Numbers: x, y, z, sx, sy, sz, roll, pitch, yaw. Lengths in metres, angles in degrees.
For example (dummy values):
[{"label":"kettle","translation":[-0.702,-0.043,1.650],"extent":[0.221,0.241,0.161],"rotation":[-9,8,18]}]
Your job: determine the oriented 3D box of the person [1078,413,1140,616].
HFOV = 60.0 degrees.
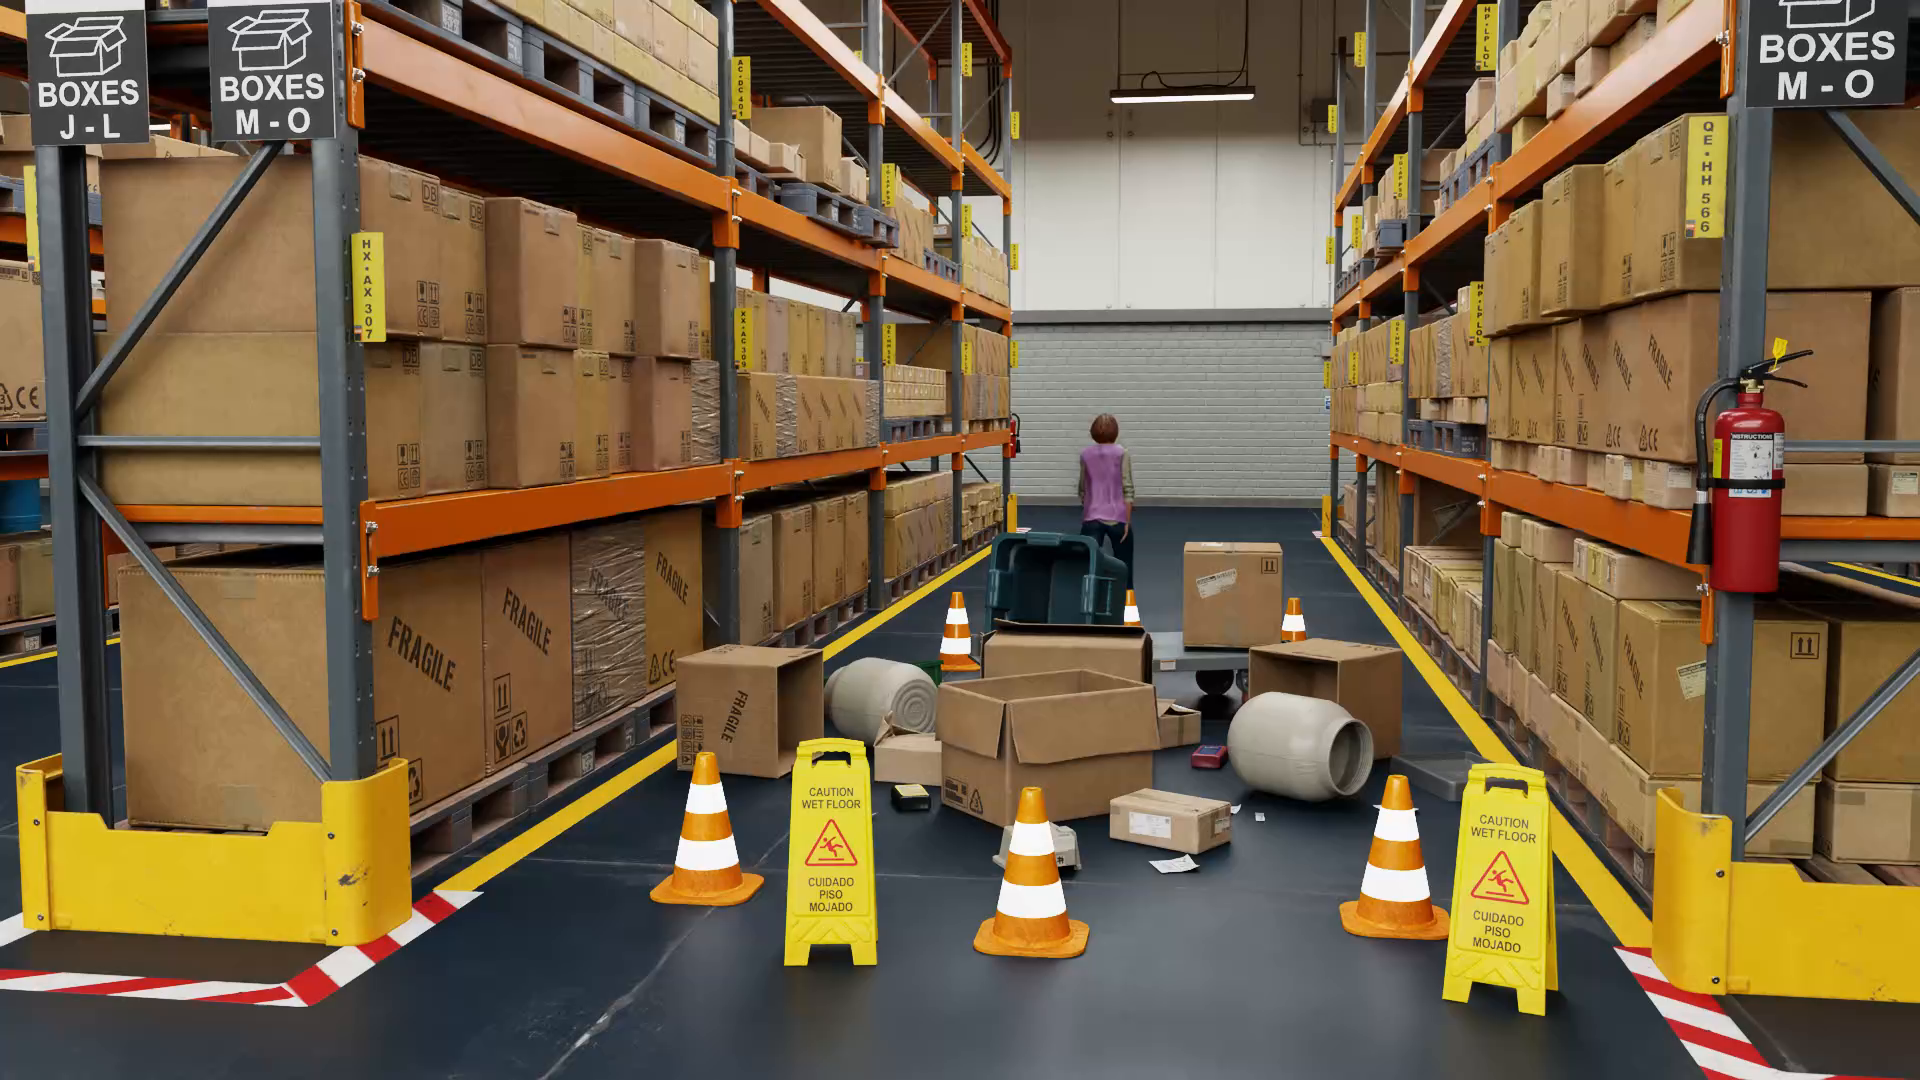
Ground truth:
[{"label":"person","translation":[1.030,-0.128,11.761],"extent":[0.432,1.533,0.954],"rotation":[1,5,15]}]
